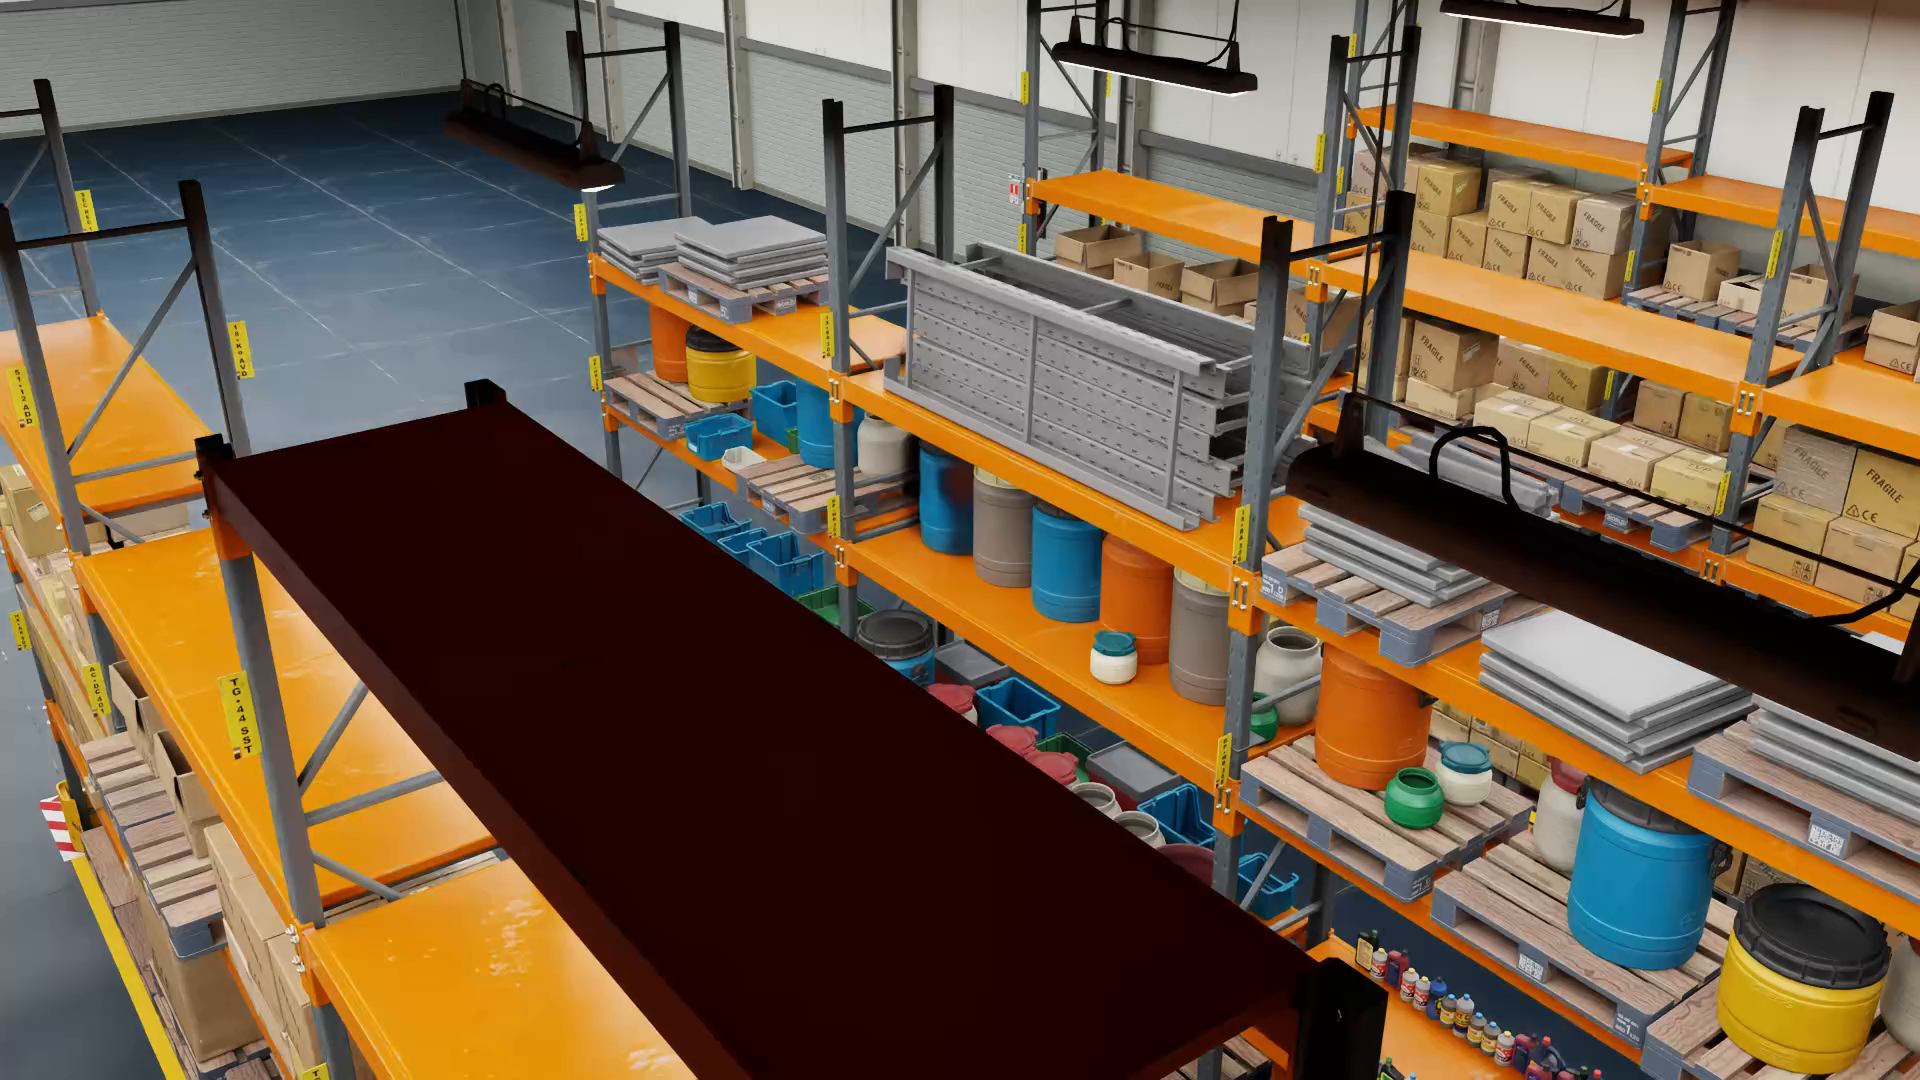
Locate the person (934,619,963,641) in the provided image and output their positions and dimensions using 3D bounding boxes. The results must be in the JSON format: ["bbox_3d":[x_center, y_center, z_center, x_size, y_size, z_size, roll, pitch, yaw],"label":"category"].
[{"bbox_3d":[-0.097,0.555,15.805,0.396,1.750,0.567,-13,28,-26],"label":"person"}]
